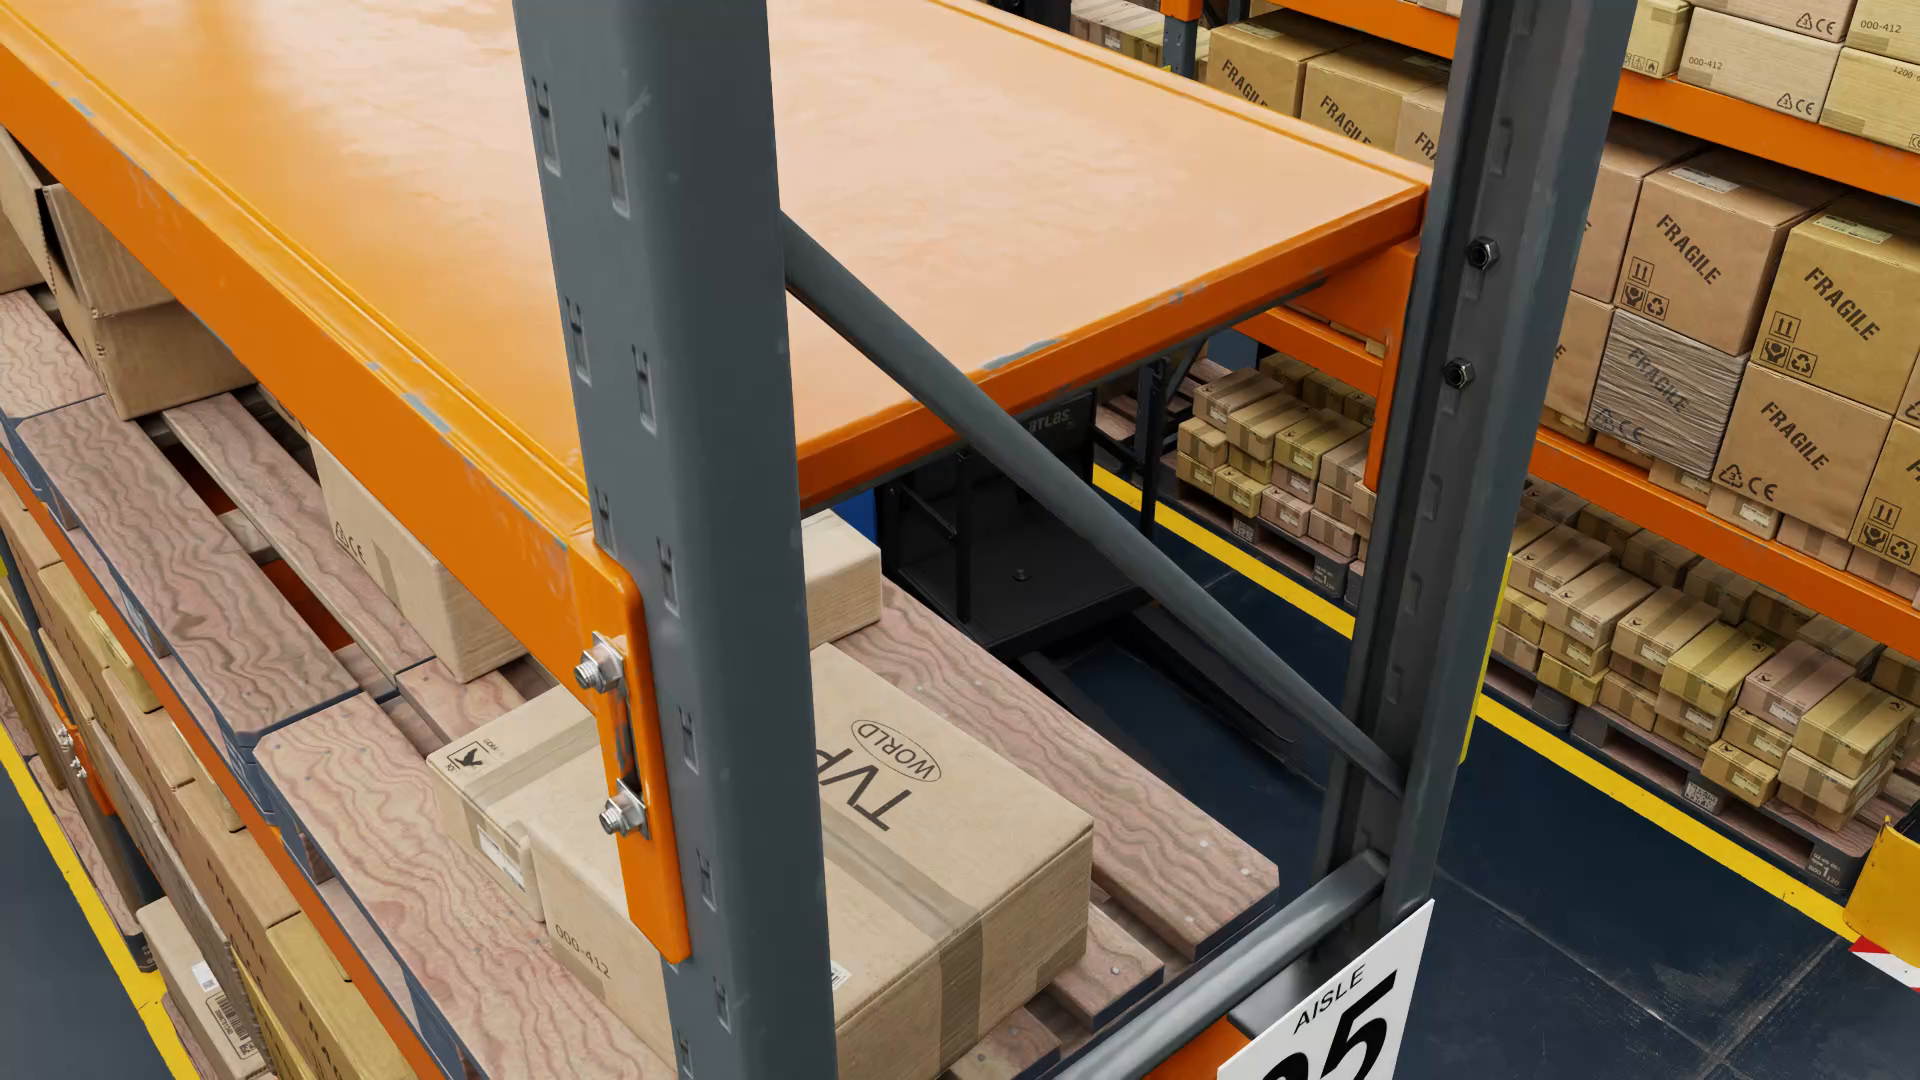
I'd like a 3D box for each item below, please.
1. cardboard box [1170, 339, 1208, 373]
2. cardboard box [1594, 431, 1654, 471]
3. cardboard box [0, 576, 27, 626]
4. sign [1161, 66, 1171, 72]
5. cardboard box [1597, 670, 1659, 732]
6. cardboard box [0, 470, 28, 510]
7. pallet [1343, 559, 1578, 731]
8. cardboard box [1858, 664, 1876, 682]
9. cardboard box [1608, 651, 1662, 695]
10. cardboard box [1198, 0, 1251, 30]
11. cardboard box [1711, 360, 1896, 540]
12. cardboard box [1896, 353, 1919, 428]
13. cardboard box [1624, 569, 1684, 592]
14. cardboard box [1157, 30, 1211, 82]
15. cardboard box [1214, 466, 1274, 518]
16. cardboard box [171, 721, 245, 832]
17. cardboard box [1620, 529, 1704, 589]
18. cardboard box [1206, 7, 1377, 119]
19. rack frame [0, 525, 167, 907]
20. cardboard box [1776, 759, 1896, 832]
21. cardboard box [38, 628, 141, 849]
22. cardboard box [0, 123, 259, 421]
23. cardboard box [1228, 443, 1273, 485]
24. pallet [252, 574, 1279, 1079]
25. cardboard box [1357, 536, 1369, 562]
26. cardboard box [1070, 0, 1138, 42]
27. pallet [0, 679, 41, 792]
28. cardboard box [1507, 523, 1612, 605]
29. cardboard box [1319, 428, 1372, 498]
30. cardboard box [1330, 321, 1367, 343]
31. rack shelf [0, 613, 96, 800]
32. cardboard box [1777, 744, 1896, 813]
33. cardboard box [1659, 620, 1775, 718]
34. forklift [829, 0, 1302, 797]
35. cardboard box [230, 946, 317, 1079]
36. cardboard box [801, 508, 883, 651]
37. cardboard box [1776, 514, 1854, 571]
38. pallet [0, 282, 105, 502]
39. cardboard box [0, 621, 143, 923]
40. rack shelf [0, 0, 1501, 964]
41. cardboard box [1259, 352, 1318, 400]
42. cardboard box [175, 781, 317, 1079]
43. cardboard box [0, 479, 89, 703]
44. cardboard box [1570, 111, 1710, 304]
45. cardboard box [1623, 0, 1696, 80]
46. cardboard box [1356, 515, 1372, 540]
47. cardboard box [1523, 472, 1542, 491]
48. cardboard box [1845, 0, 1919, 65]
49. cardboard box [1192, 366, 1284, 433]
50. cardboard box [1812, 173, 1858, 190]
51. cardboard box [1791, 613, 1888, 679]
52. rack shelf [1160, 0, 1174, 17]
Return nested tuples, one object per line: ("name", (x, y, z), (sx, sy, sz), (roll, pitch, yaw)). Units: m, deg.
("cardboard box", (1.036, -1.250, 9.219), (0.500, 0.500, 0.500), (-24, 42, -30))
("cardboard box", (2.702, -0.445, 6.500), (0.380, 0.149, 0.250), (-28, 44, -34))
("cardboard box", (-2.876, -0.029, 5.393), (0.500, 0.250, 0.500), (-26, 43, -32))
("sign", (0.889, -1.937, 7.388), (0.100, 0.325, 0.005), (-26, 43, -32))
("cardboard box", (2.876, 0.601, 6.909), (0.380, 0.149, 0.250), (-26, 43, -31))
("cardboard box", (-2.400, -0.260, 4.509), (0.380, 0.149, 0.250), (-27, 43, -32))
("pallet", (2.562, 0.287, 7.663), (1.003, 0.211, 1.213), (-26, 43, -32))
("cardboard box", (3.616, 0.494, 6.803), (0.380, 0.149, 0.250), (-26, 43, -32))
("cardboard box", (2.902, 0.451, 6.864), (0.380, 0.149, 0.250), (-27, 43, -32))
("cardboard box", (2.136, -4.693, 14.063), (0.700, 0.500, 0.500), (-29, 44, -34))
("cardboard box", (3.077, -0.401, 5.878), (0.500, 0.500, 0.500), (-27, 43, -32))
("cardboard box", (3.407, -0.587, 5.274), (0.500, 0.500, 0.500), (-27, 43, -33))
("cardboard box", (3.064, 0.184, 7.241), (0.380, 0.149, 0.250), (-28, 44, -34))
("cardboard box", (1.223, -2.451, 8.455), (0.380, 0.149, 0.250), (-25, 42, -31))
("cardboard box", (1.472, -0.283, 8.158), (0.380, 0.149, 0.250), (-25, 42, -31))
("cardboard box", (-1.432, 0.419, 3.550), (0.380, 0.149, 0.250), (-26, 43, -32))
("cardboard box", (3.084, 0.043, 7.182), (0.380, 0.149, 0.250), (-24, 42, -30))
("cardboard box", (1.416, -1.954, 7.204), (0.500, 0.500, 0.500), (-25, 42, -31))
("rack frame", (-2.406, 0.217, 5.348), (1.000, 3.000, 0.127), (-26, 43, -32))
("cardboard box", (3.393, 0.930, 6.445), (0.380, 0.149, 0.250), (-25, 42, -31))
("cardboard box", (-2.303, 0.481, 4.888), (0.500, 0.500, 0.500), (-25, 42, -30))
("cardboard box", (-1.511, -0.678, 3.477), (0.797, 0.503, 0.637), (-23, 41, -28))
("cardboard box", (1.532, -0.445, 8.129), (0.380, 0.149, 0.250), (-26, 43, -31))
("pallet", (-0.311, 0.472, 2.470), (1.003, 0.211, 1.213), (-26, 43, -32))
("cardboard box", (2.074, 0.006, 7.749), (0.380, 0.149, 0.250), (-28, 44, -34))
("cardboard box", (0.735, -2.790, 8.933), (0.380, 0.149, 0.250), (-26, 43, -32))
("pallet", (-3.753, 0.504, 7.356), (1.003, 0.211, 1.213), (-26, 43, -32))
("cardboard box", (2.554, 0.110, 7.088), (0.380, 0.149, 0.250), (-28, 44, -33))
("cardboard box", (1.894, -0.351, 7.739), (0.380, 0.149, 0.250), (-27, 43, -33))
("cardboard box", (1.850, -1.017, 7.308), (0.380, 0.149, 0.250), (-28, 44, -34))
("rack shelf", (-3.696, -0.372, 6.803), (1.077, 0.370, 4.000), (-26, 43, -32))
("cardboard box", (3.333, 0.837, 6.319), (0.380, 0.149, 0.250), (-27, 44, -33))
("cardboard box", (2.974, 0.503, 6.533), (0.380, 0.149, 0.250), (-27, 43, -33))
("forklift", (0.284, -0.843, 6.904), (1.130, 2.935, 3.031), (-21, 40, -26))
("cardboard box", (-1.333, 1.155, 3.938), (0.500, 0.500, 0.500), (-25, 42, -30))
("cardboard box", (-0.351, 0.083, 2.709), (0.380, 0.149, 0.250), (-24, 42, -30))
("cardboard box", (3.160, -0.072, 5.974), (0.380, 0.149, 0.250), (-26, 43, -32))
("pallet", (-1.886, -0.605, 3.991), (1.003, 0.211, 1.213), (-26, 43, -32))
("cardboard box", (-2.867, 0.669, 6.185), (0.875, 0.875, 0.875), (-25, 42, -30))
("rack shelf", (-1.115, -0.891, 2.691), (1.077, 0.370, 4.000), (-26, 43, -32))
("cardboard box", (1.739, -0.864, 8.464), (0.380, 0.149, 0.250), (-25, 42, -31))
("cardboard box", (-1.317, 0.748, 3.646), (0.500, 0.500, 0.500), (-26, 43, -32))
("cardboard box", (-2.283, 0.069, 4.606), (0.500, 0.500, 0.500), (-26, 43, -31))
("cardboard box", (2.393, -1.269, 6.238), (0.500, 0.500, 0.500), (-28, 44, -33))
("cardboard box", (2.393, -1.846, 5.796), (0.500, 0.250, 0.500), (-24, 42, -30))
("cardboard box", (2.048, -0.101, 7.643), (0.380, 0.149, 0.250), (-24, 42, -30))
("cardboard box", (2.637, -0.316, 7.689), (0.380, 0.149, 0.250), (-28, 44, -33))
("cardboard box", (3.069, -1.608, 5.027), (0.500, 0.250, 0.500), (-27, 44, -33))
("cardboard box", (1.375, -0.695, 8.224), (0.380, 0.149, 0.250), (-24, 42, -30))
("cardboard box", (3.156, -1.233, 6.187), (0.500, 0.500, 0.500), (-27, 43, -33))
("cardboard box", (3.543, 0.407, 6.669), (0.380, 0.149, 0.250), (-25, 42, -31))
("rack shelf", (0.020, -3.487, 8.605), (1.077, 0.370, 4.000), (-26, 43, -32))
